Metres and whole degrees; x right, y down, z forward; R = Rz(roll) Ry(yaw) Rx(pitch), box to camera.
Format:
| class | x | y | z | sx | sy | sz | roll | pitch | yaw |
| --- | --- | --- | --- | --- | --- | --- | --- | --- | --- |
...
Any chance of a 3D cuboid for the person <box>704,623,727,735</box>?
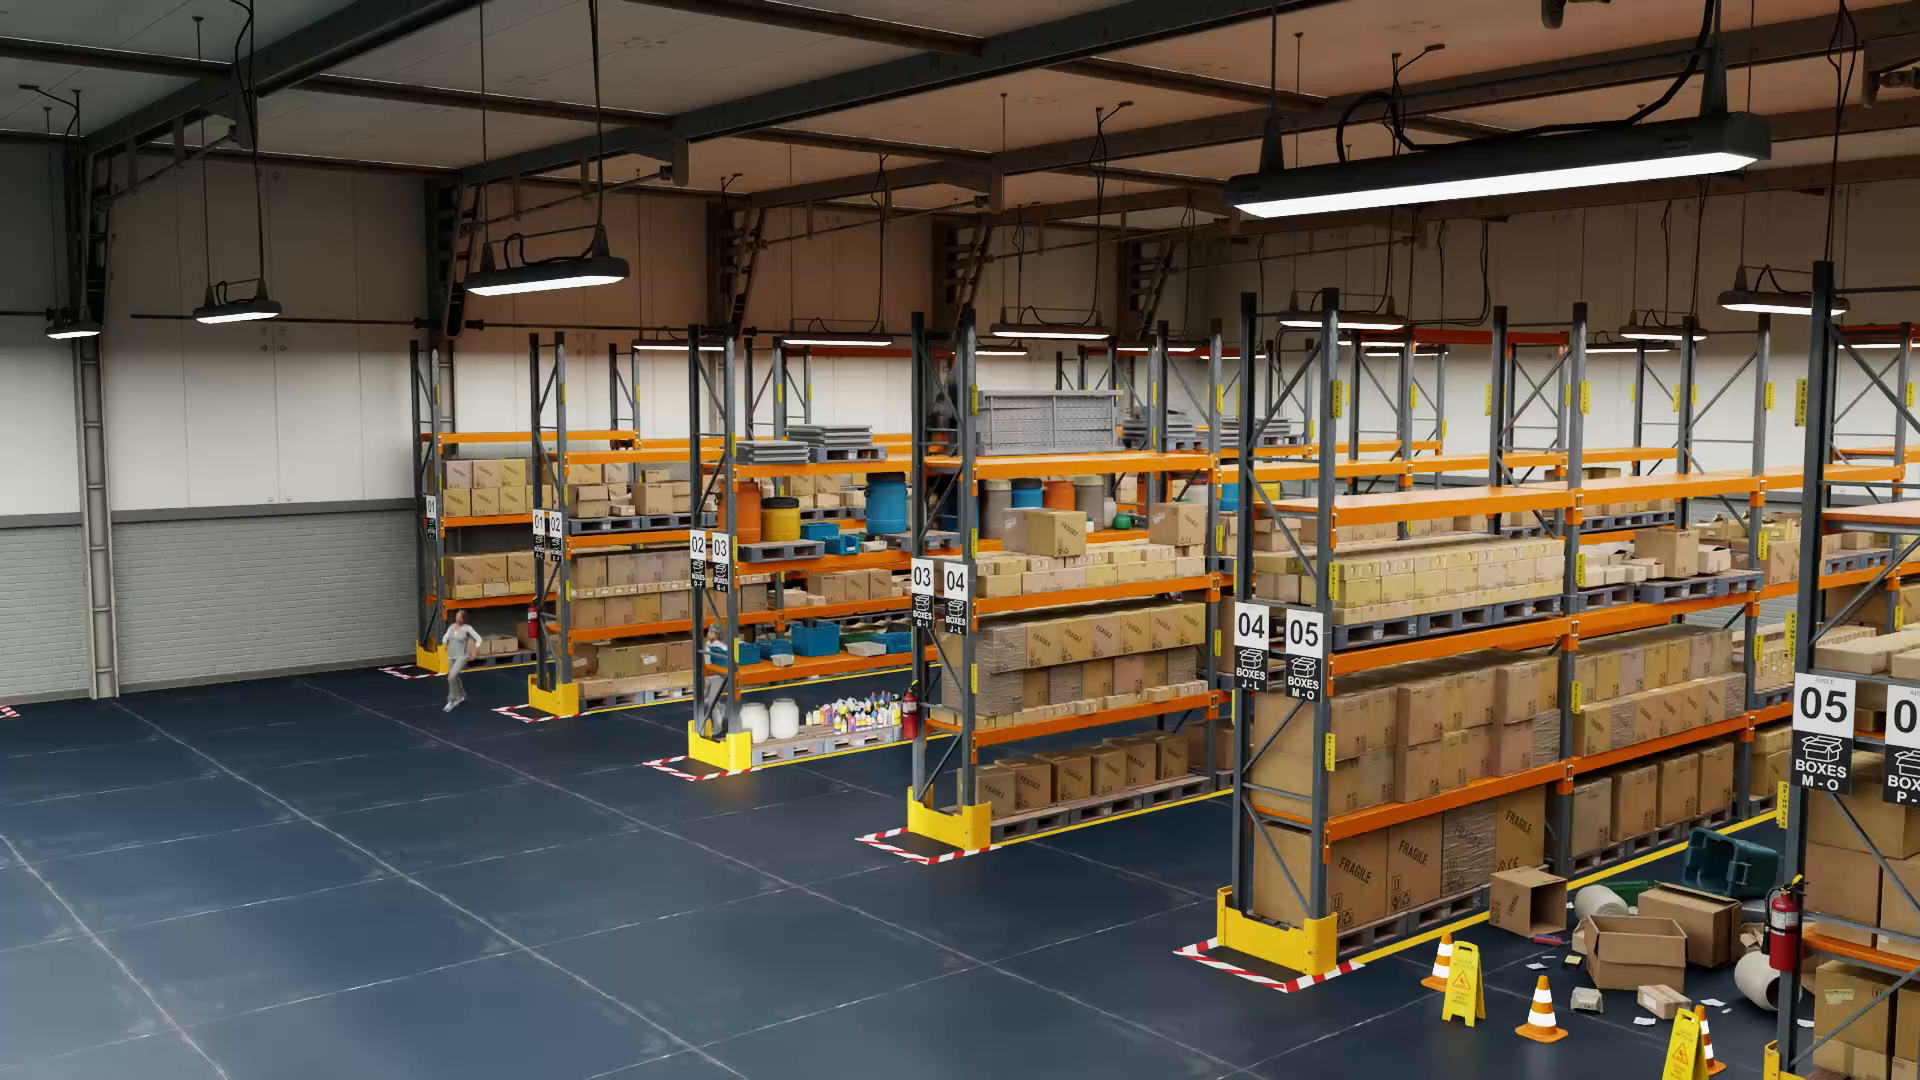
| class | x | y | z | sx | sy | sz | roll | pitch | yaw |
| --- | --- | --- | --- | --- | --- | --- | --- | --- | --- |
| person | -3.657 | 2.056 | 24.738 | 0.645 | 1.667 | 0.558 | 5 | 7 | 42 |

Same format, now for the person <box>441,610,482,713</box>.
| class | x | y | z | sx | sy | sz | roll | pitch | yaw |
| --- | --- | --- | --- | --- | --- | --- | --- | --- | --- |
| person | -7.991 | 1.916 | 26.571 | 0.603 | 1.609 | 0.649 | 2 | 6 | 18 |
